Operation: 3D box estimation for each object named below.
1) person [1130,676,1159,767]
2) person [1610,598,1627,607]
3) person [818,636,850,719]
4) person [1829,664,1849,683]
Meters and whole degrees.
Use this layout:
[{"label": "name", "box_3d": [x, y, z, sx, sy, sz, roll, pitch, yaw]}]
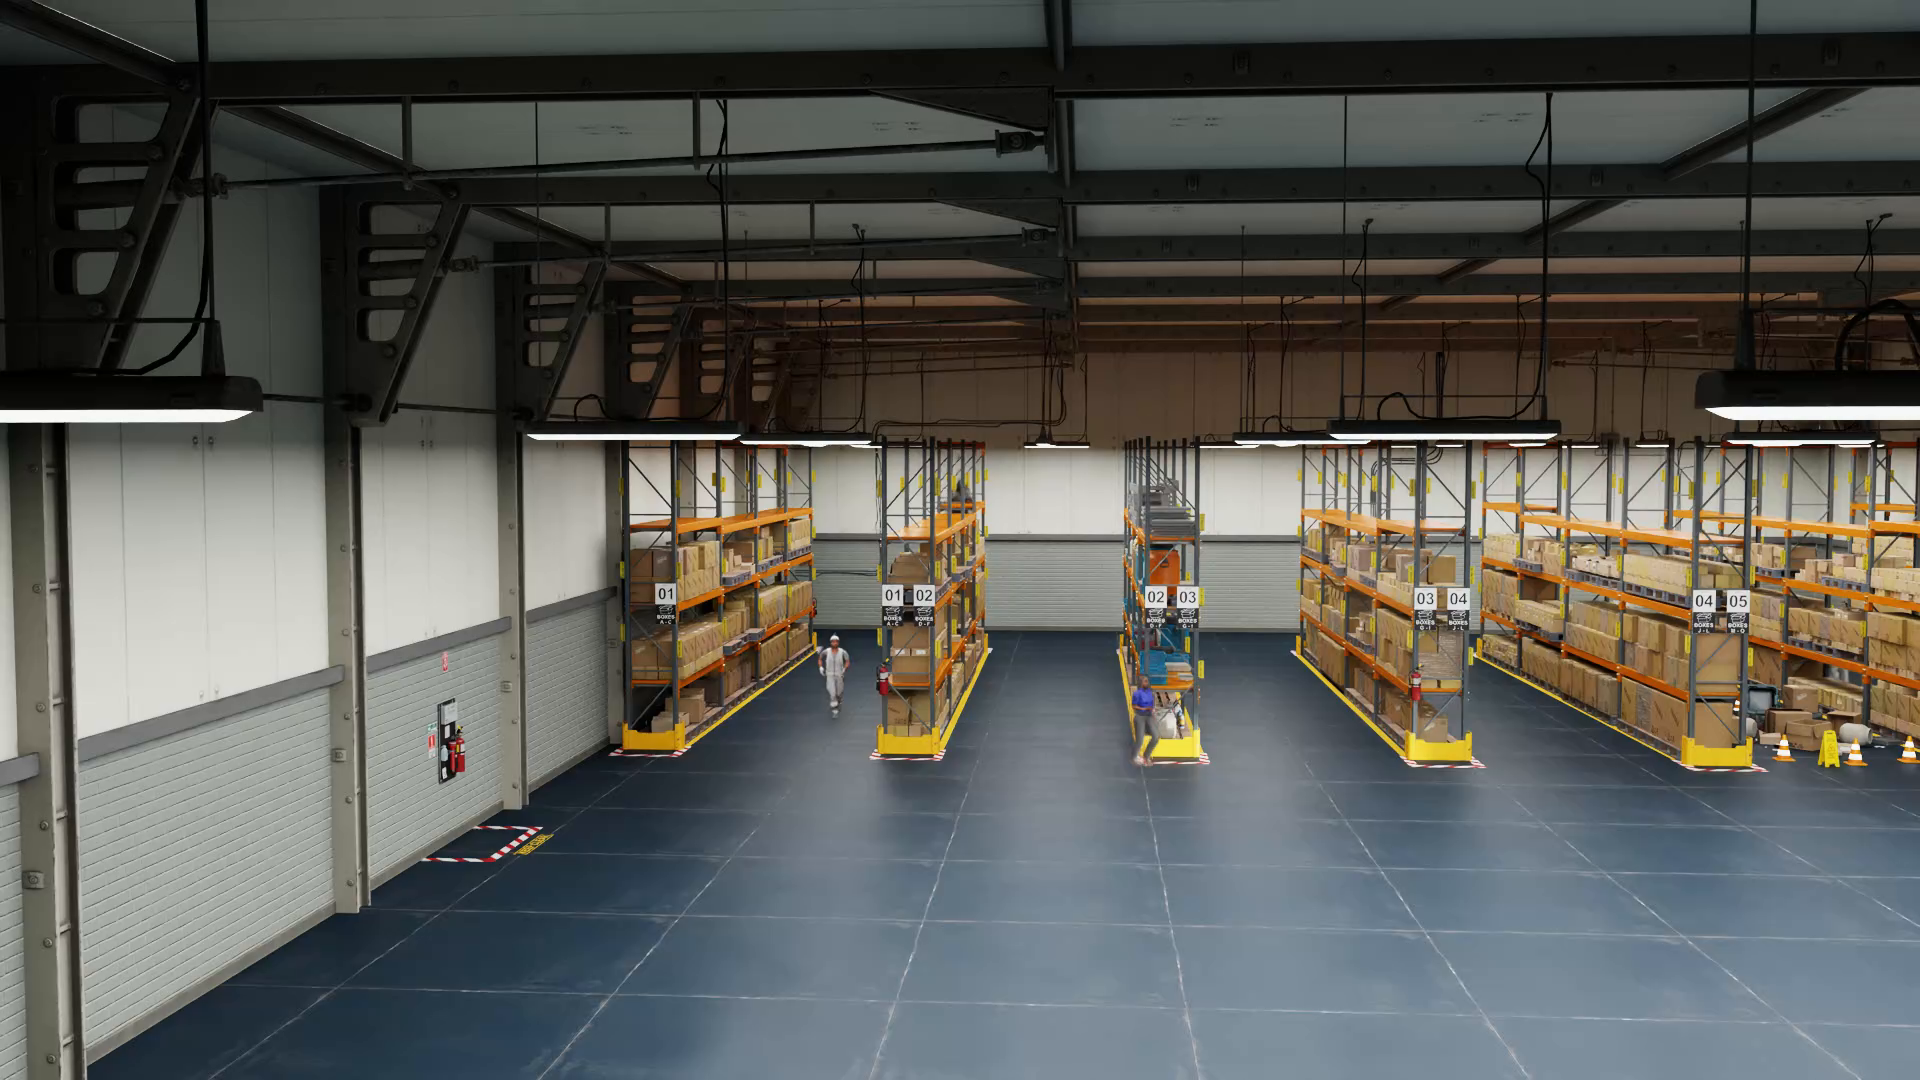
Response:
[{"label": "person", "box_3d": [3.353, 3.308, 30.093, 0.574, 1.684, 0.619, -2, 4, -36]}, {"label": "person", "box_3d": [18.636, 2.312, 47.325, 0.867, 1.769, 0.712, 1, 3, 14]}, {"label": "person", "box_3d": [-2.716, 2.929, 35.794, 0.690, 1.755, 0.812, 0, 3, -6]}, {"label": "person", "box_3d": [21.329, 2.796, 40.334, 0.741, 1.594, 0.735, 0, 3, 6]}]
